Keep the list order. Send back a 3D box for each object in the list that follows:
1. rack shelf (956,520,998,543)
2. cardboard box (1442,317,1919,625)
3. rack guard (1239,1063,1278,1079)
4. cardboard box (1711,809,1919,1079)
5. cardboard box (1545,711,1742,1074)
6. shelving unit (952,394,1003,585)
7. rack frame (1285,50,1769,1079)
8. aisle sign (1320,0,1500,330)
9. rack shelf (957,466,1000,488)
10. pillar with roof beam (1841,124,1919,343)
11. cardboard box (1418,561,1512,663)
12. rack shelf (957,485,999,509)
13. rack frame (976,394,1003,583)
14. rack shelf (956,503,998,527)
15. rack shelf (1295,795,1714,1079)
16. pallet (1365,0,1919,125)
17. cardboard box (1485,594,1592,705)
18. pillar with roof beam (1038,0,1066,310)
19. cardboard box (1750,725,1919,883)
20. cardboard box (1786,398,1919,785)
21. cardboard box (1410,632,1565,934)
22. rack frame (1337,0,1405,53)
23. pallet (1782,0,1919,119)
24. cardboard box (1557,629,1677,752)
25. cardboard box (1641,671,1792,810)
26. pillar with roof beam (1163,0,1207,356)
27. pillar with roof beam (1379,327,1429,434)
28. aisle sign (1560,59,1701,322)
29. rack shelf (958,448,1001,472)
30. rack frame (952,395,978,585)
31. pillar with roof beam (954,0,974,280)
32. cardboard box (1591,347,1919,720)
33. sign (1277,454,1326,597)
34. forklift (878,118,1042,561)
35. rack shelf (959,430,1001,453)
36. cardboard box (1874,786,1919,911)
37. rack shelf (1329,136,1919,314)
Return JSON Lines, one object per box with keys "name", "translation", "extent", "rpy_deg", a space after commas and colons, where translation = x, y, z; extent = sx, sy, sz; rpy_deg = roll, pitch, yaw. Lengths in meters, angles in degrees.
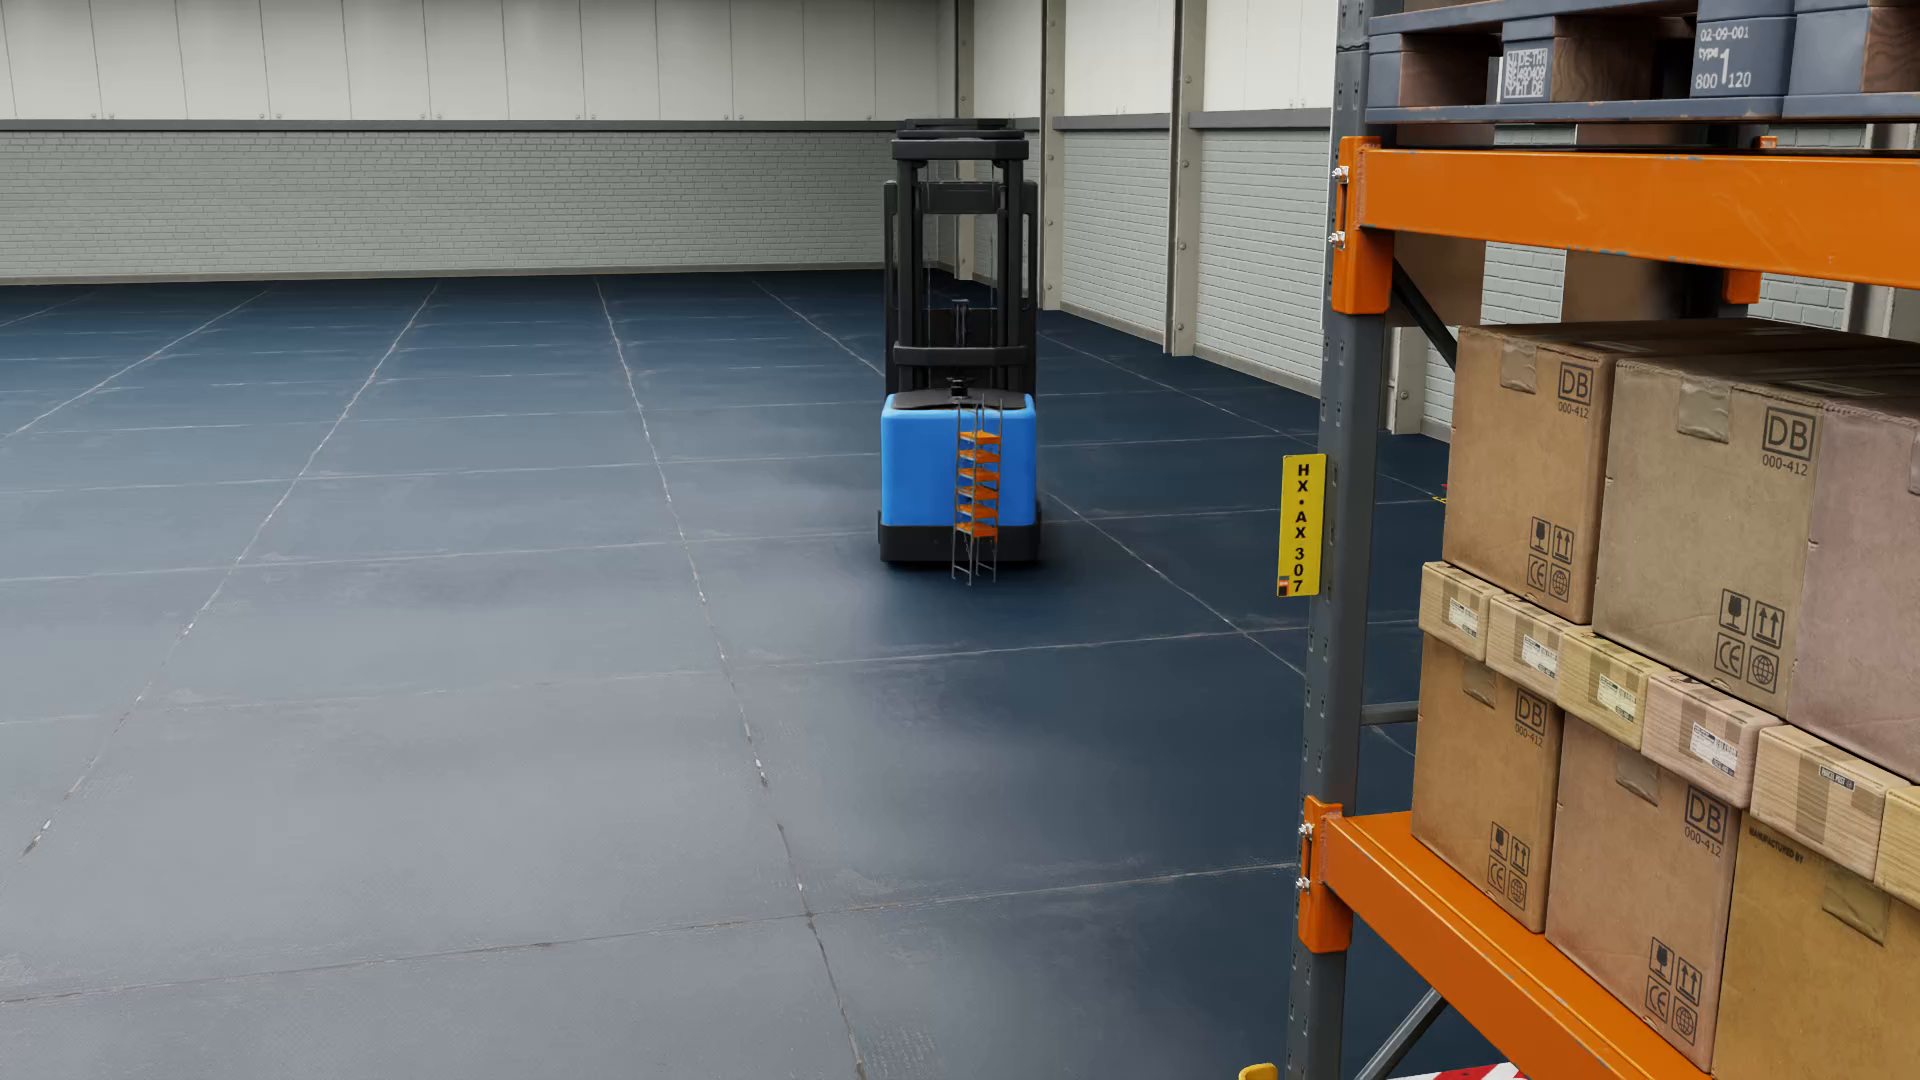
{"name": "rack shelf", "translation": [0.099, -0.047, 10.775], "extent": [0.180, 0.103, 0.258], "rpy_deg": [-5, 15, -30]}
{"name": "cardboard box", "translation": [1.419, -0.160, 3.319], "extent": [0.700, 0.500, 0.500], "rpy_deg": [-3, 14, -13]}
{"name": "rack guard", "translation": [1.304, 1.606, 4.298], "extent": [1.175, 0.500, 0.348], "rpy_deg": [-3, 14, -13]}
{"name": "cardboard box", "translation": [1.646, 0.693, 2.558], "extent": [0.700, 0.500, 0.500], "rpy_deg": [-3, 14, -13]}
{"name": "cardboard box", "translation": [1.535, 0.578, 3.029], "extent": [0.700, 0.500, 0.500], "rpy_deg": [-3, 14, -12]}
{"name": "shelving unit", "translation": [0.109, -0.325, 10.713], "extent": [0.189, 1.200, 0.258], "rpy_deg": [-5, 15, -30]}
{"name": "rack frame", "translation": [1.310, 0.398, 3.979], "extent": [1.000, 3.000, 0.127], "rpy_deg": [-3, 14, -13]}
{"name": "aisle sign", "translation": [0.997, -0.863, 3.663], "extent": [0.394, 0.787, 0.004], "rpy_deg": [-3, 14, -13]}
{"name": "rack shelf", "translation": [0.112, -0.398, 10.697], "extent": [0.180, 0.103, 0.258], "rpy_deg": [-5, 15, -30]}
{"name": "pillar with roof beam", "translation": [1.535, -3.825, 8.620], "extent": [9.100, 9.000, 0.400], "rpy_deg": [-3, 14, -13]}
{"name": "cardboard box", "translation": [1.193, 0.137, 3.471], "extent": [0.380, 0.149, 0.250], "rpy_deg": [-3, 14, -14]}
{"name": "rack shelf", "translation": [0.108, -0.281, 10.723], "extent": [0.180, 0.103, 0.258], "rpy_deg": [-5, 15, -30]}
{"name": "rack frame", "translation": [0.188, -0.332, 10.759], "extent": [0.006, 1.200, 0.240], "rpy_deg": [-5, 15, -30]}
{"name": "rack shelf", "translation": [0.103, -0.164, 10.749], "extent": [0.180, 0.103, 0.258], "rpy_deg": [-5, 15, -30]}
{"name": "rack shelf", "translation": [1.779, 1.209, 2.176], "extent": [1.077, 0.370, 4.000], "rpy_deg": [-3, 14, -13]}
{"name": "pallet", "translation": [1.451, -0.852, 2.960], "extent": [1.003, 0.211, 1.213], "rpy_deg": [-3, 14, -13]}
{"name": "cardboard box", "translation": [1.257, 0.197, 3.222], "extent": [0.380, 0.149, 0.250], "rpy_deg": [-4, 14, -15]}
{"name": "pillar with roof beam", "translation": [-2.692, -7.977, 25.617], "extent": [9.100, 9.000, 0.400], "rpy_deg": [-3, 14, -13]}
{"name": "cardboard box", "translation": [1.437, 0.375, 2.496], "extent": [0.380, 0.149, 0.250], "rpy_deg": [-4, 14, -15]}
{"name": "cardboard box", "translation": [1.667, 0.077, 2.348], "extent": [0.700, 0.500, 0.500], "rpy_deg": [-3, 14, -13]}
{"name": "cardboard box", "translation": [1.407, 0.458, 3.523], "extent": [0.700, 0.500, 0.500], "rpy_deg": [-3, 14, -13]}
{"name": "rack frame", "translation": [1.310, -2.517, 3.267], "extent": [1.000, 3.000, 0.127], "rpy_deg": [-3, 14, -13]}
{"name": "pallet", "translation": [1.741, -0.570, 1.806], "extent": [1.003, 0.211, 1.213], "rpy_deg": [-3, 14, -13]}
{"name": "cardboard box", "translation": [1.314, 0.255, 2.986], "extent": [0.380, 0.149, 0.250], "rpy_deg": [-3, 14, -13]}
{"name": "cardboard box", "translation": [1.372, 0.313, 2.747], "extent": [0.380, 0.149, 0.250], "rpy_deg": [-4, 14, -14]}
{"name": "pillar with roof beam", "translation": [-1.283, -6.593, 19.952], "extent": [9.100, 9.000, 0.400], "rpy_deg": [-3, 14, -13]}
{"name": "pillar with roof beam", "translation": [0.126, -5.209, 14.286], "extent": [9.100, 9.000, 0.400], "rpy_deg": [-3, 14, -13]}
{"name": "aisle sign", "translation": [1.580, -0.897, 3.800], "extent": [0.394, 0.787, 0.004], "rpy_deg": [-3, 14, -13]}
{"name": "rack shelf", "translation": [0.116, -0.515, 10.671], "extent": [0.180, 0.103, 0.258], "rpy_deg": [-5, 15, -30]}
{"name": "rack frame", "translation": [0.030, -0.317, 10.667], "extent": [0.006, 1.200, 0.240], "rpy_deg": [-5, 15, -30]}
{"name": "pillar with roof beam", "translation": [-4.101, -9.361, 31.283], "extent": [9.100, 9.000, 0.400], "rpy_deg": [-3, 14, -13]}
{"name": "cardboard box", "translation": [1.548, -0.039, 2.824], "extent": [0.700, 0.500, 0.500], "rpy_deg": [-4, 14, -15]}
{"name": "sign", "translation": [0.769, -0.032, 3.746], "extent": [0.100, 0.325, 0.005], "rpy_deg": [-3, 14, -13]}
{"name": "forklift", "translation": [0.009, -1.572, 12.187], "extent": [1.130, 2.935, 3.031], "rpy_deg": [0, 14, 1]}
{"name": "rack shelf", "translation": [0.120, -0.632, 10.645], "extent": [0.180, 0.103, 0.258], "rpy_deg": [-5, 15, -30]}
{"name": "cardboard box", "translation": [1.497, 0.434, 2.255], "extent": [0.380, 0.149, 0.250], "rpy_deg": [-3, 14, -14]}
{"name": "rack shelf", "translation": [1.779, -0.249, 1.820], "extent": [1.077, 0.370, 4.000], "rpy_deg": [-3, 14, -13]}
